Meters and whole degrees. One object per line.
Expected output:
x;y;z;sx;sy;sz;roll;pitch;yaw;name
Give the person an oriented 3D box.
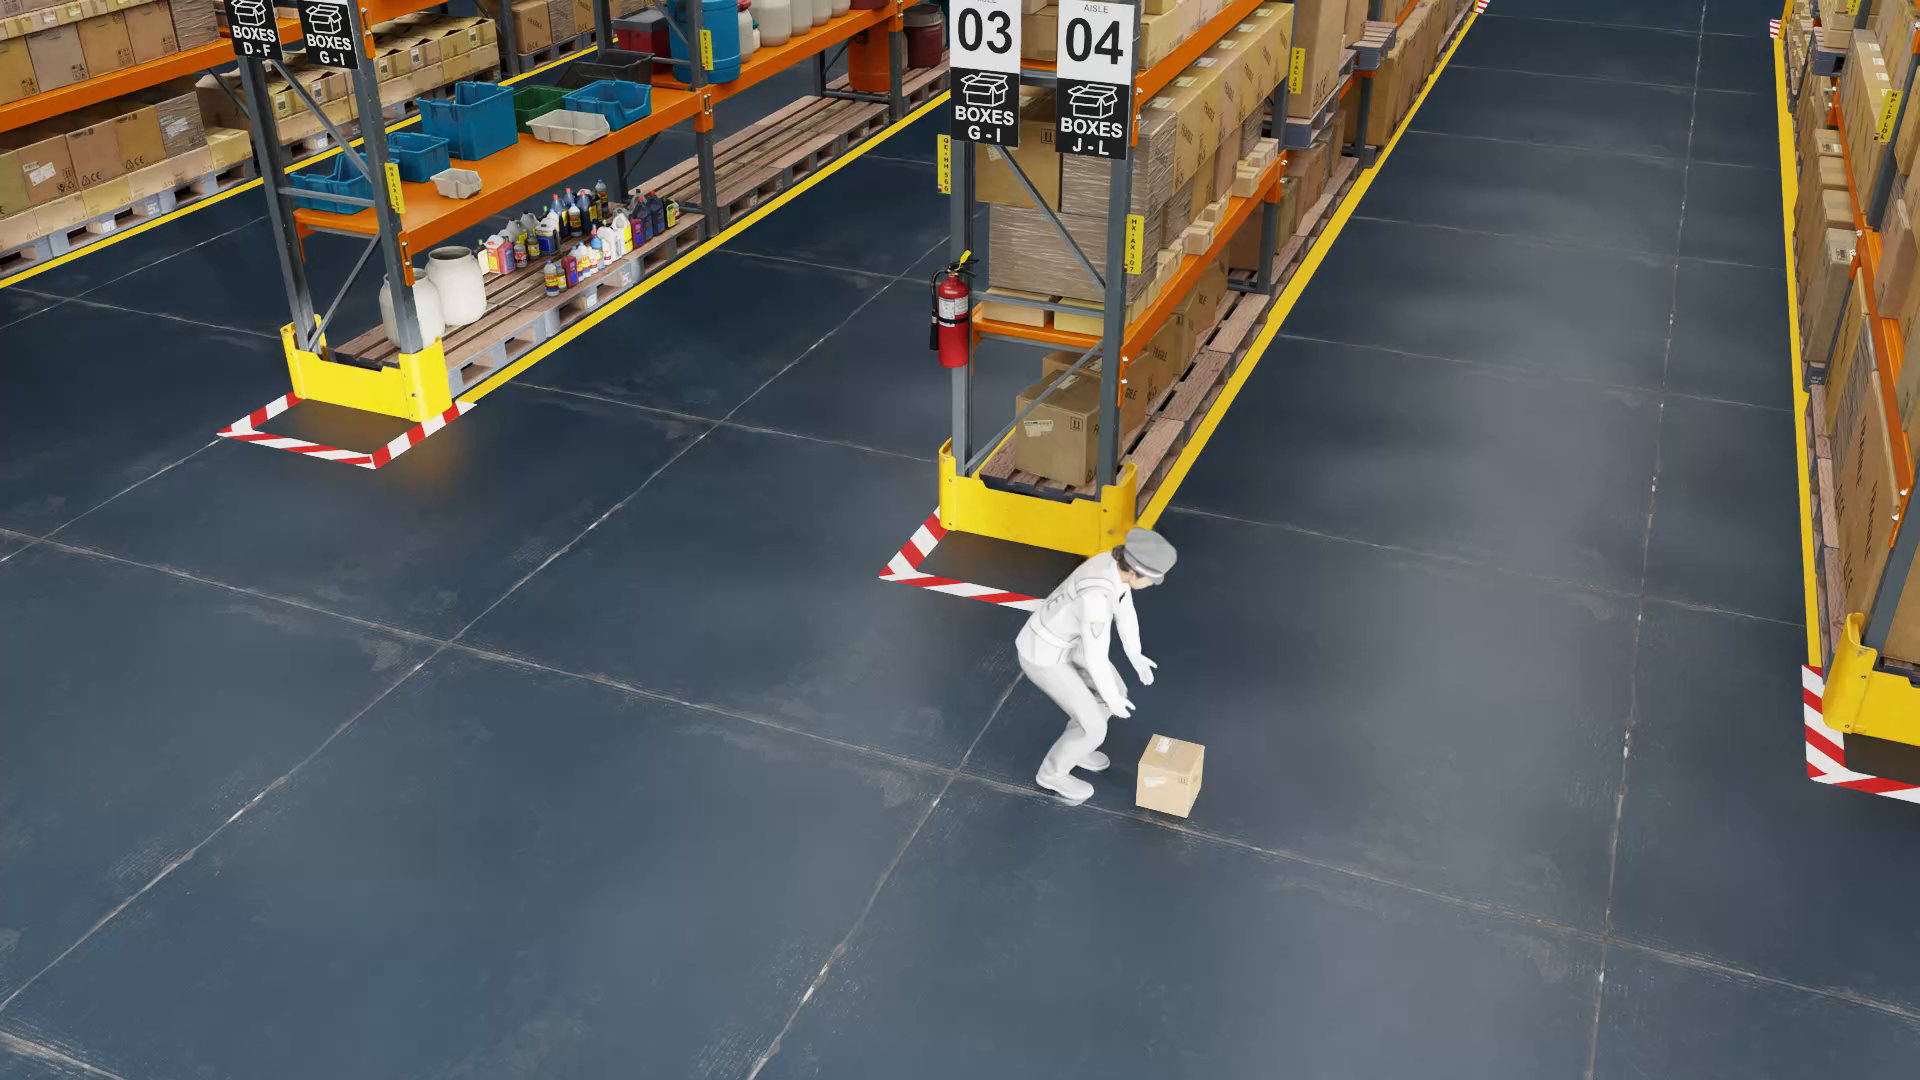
0.625;0.541;7.745;0.709;1.375;0.535;12;32;19;person
